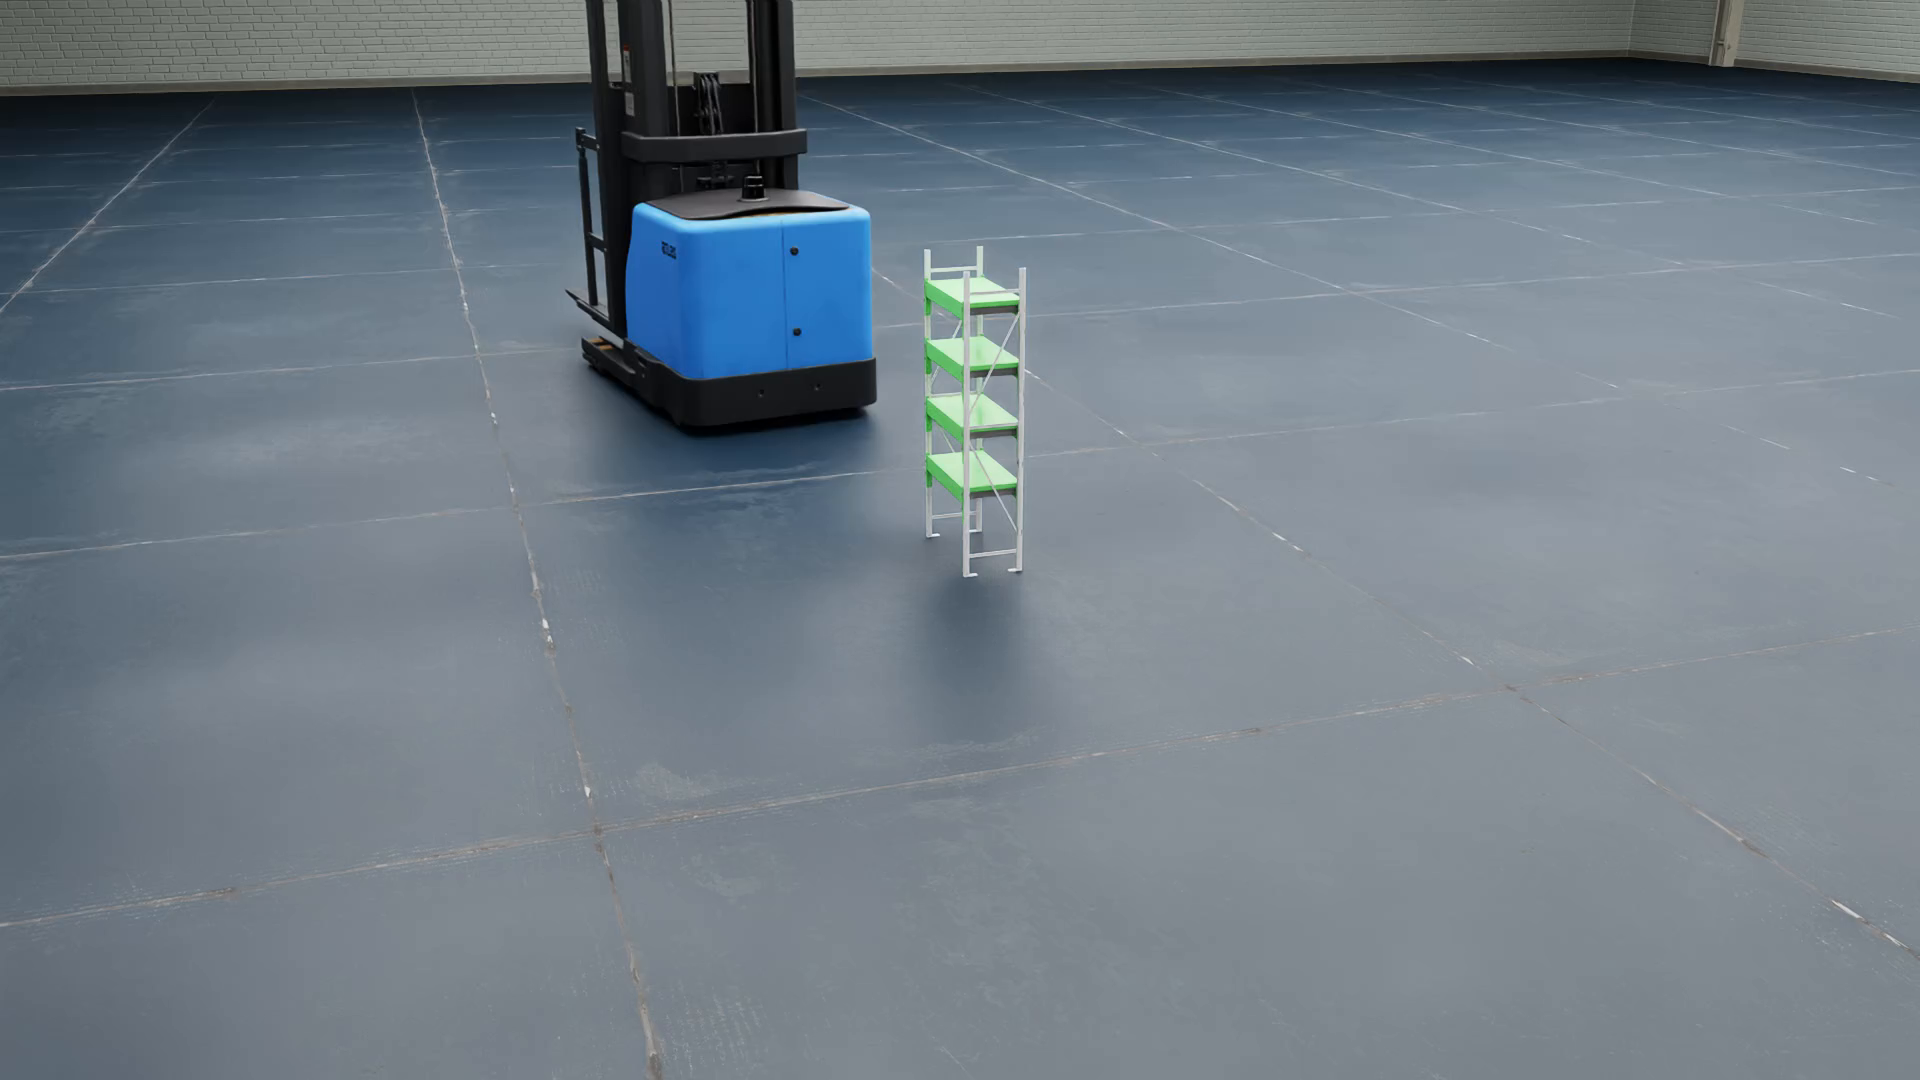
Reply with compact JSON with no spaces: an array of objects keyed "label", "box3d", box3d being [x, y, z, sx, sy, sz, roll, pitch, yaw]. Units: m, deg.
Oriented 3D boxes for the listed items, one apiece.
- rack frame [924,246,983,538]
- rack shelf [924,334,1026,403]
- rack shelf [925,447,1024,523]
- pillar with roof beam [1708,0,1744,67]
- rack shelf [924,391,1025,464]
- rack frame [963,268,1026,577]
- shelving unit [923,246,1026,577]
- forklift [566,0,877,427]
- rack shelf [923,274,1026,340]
[{"label":"rack frame","box3d":[-0.025,-0.590,6.784,0.240,1.200,0.015,-6,21,-17]},{"label":"rack shelf","box3d":[0.052,-0.677,6.506,0.258,0.148,0.480,-6,21,-17]},{"label":"rack shelf","box3d":[0.052,-0.226,6.669,0.258,0.148,0.480,-6,21,-17]},{"label":"pillar with roof beam","box3d":[11.267,-13.340,30.743,9.100,9.000,0.400,-6,21,-17]},{"label":"rack shelf","box3d":[0.052,-0.451,6.587,0.258,0.148,0.480,-6,21,-17]},{"label":"rack frame","box3d":[0.129,-0.433,6.348,0.240,1.200,0.015,-6,21,-17]},{"label":"shelving unit","box3d":[0.052,-0.512,6.566,0.258,1.200,0.503,-6,21,-17]},{"label":"forklift","box3d":[-1.562,-2.399,9.260,1.130,2.935,3.031,-10,22,-26]},{"label":"rack shelf","box3d":[0.052,-0.903,6.425,0.258,0.148,0.480,-6,21,-17]}]
